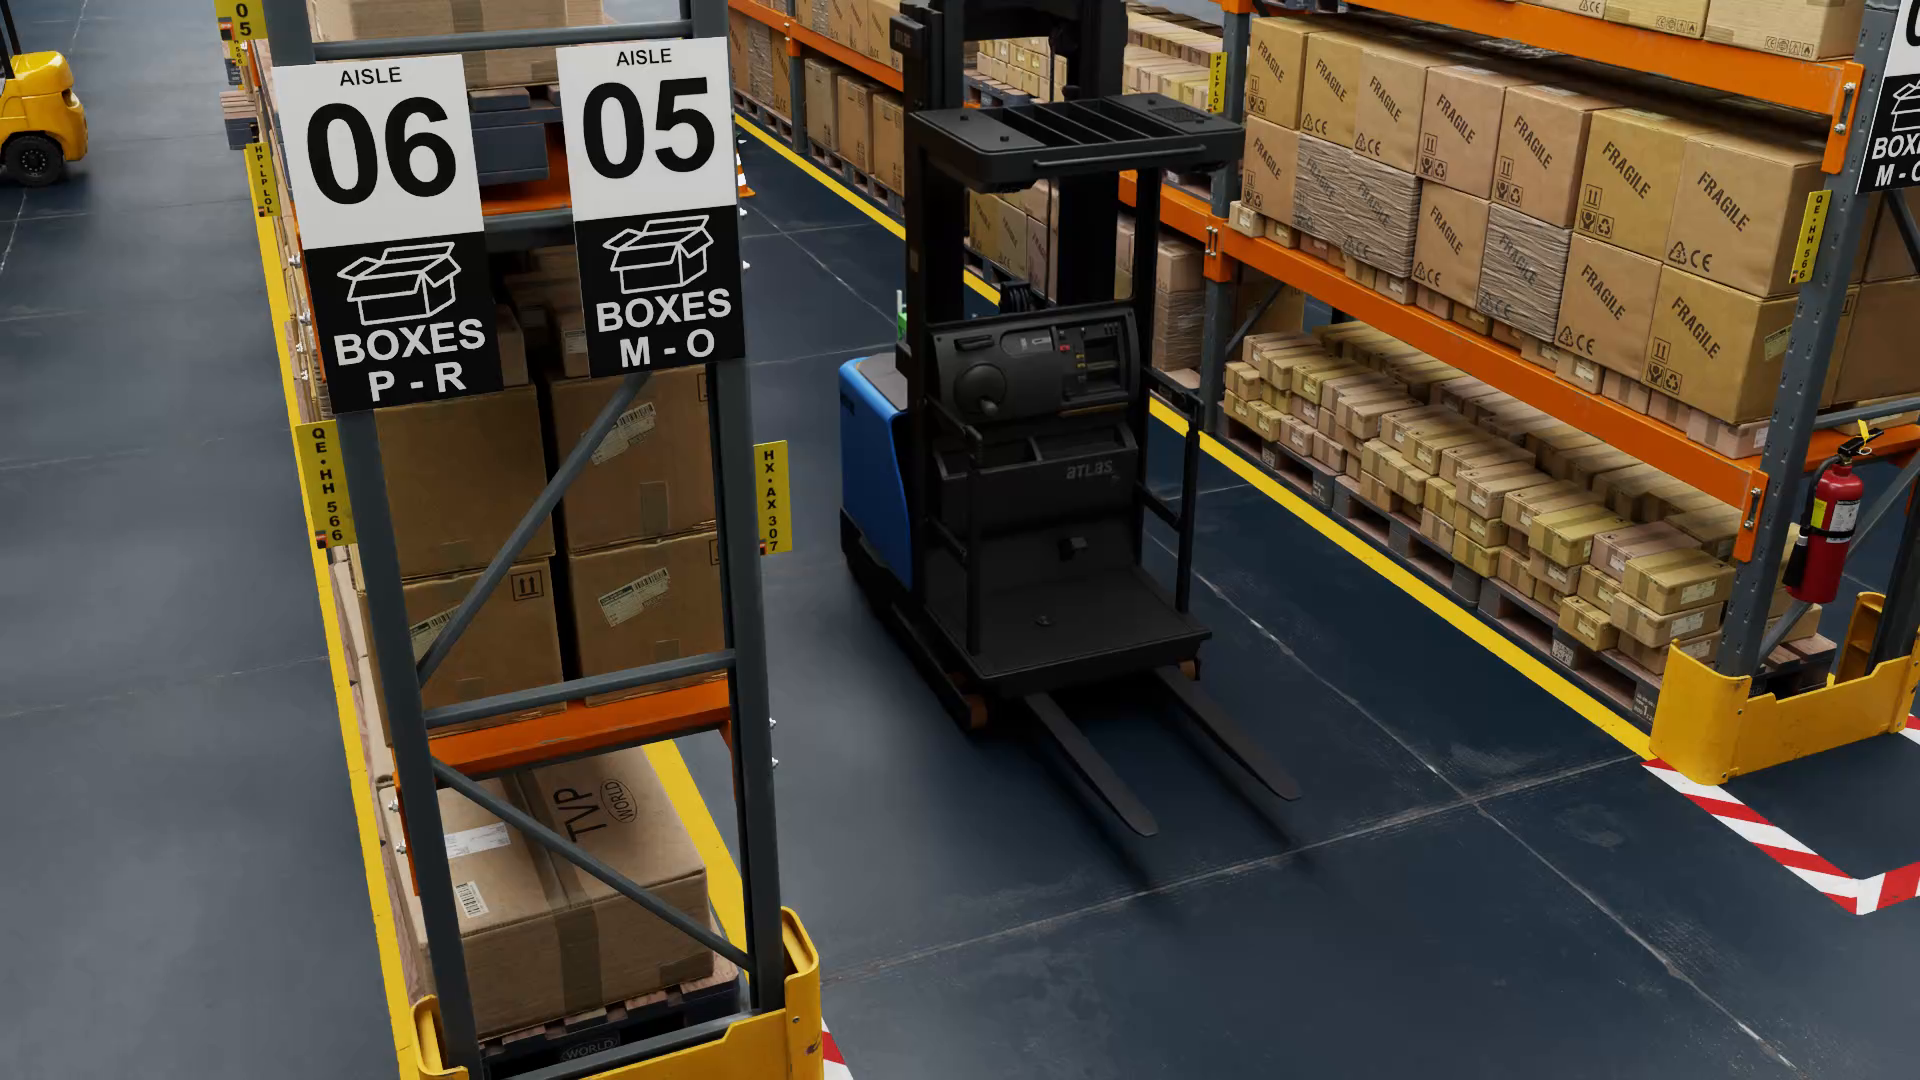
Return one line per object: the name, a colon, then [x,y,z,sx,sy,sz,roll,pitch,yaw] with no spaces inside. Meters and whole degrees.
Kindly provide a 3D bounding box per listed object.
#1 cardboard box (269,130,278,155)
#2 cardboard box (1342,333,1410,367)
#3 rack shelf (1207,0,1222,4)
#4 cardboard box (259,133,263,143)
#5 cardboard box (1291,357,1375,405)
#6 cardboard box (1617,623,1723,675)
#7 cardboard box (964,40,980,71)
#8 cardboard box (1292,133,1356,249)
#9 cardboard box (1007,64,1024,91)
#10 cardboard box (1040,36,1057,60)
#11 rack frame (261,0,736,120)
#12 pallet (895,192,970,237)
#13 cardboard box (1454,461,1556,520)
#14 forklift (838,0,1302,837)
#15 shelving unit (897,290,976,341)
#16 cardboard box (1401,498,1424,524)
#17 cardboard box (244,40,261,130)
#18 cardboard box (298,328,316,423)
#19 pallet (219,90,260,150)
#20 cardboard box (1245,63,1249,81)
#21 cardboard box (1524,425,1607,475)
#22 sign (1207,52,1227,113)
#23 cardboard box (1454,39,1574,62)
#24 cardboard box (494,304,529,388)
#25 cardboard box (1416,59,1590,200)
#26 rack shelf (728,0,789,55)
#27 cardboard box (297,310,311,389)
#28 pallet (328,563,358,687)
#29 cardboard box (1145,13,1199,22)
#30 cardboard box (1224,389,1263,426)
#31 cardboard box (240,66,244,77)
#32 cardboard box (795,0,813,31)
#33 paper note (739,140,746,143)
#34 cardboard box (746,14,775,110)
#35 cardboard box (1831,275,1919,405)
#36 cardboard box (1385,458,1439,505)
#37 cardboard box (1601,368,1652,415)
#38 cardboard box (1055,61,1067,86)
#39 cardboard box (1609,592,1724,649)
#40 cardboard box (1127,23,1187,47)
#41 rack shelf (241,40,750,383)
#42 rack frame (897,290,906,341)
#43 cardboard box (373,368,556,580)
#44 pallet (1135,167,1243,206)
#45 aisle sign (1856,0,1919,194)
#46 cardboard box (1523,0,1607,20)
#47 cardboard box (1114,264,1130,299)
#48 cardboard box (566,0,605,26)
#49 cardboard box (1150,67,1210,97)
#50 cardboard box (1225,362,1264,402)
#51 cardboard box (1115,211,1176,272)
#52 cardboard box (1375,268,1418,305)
cardboard box: [-2.623,-1.468,7.085,0.500,0.500,0.500,-10,28,-20]
cardboard box: [2.444,-1.079,9.634,0.380,0.149,0.250,-10,28,-20]
rack shelf: [2.616,-6.624,19.719,1.077,0.370,4.000,-11,28,-21]
cardboard box: [-3.610,-2.114,9.262,0.500,0.250,0.500,-10,28,-20]
cardboard box: [2.071,-0.885,9.235,0.380,0.149,0.250,-11,28,-21]
cardboard box: [3.097,0.431,7.219,0.380,0.149,0.250,-10,28,-20]
cardboard box: [-0.061,-3.895,13.194,0.500,0.500,0.500,-11,28,-21]
cardboard box: [2.091,-1.836,8.639,0.500,0.500,0.500,-11,28,-21]
cardboard box: [0.563,-3.357,12.015,0.380,0.149,0.250,-9,27,-18]
cardboard box: [0.775,-3.414,11.452,0.380,0.149,0.250,-9,28,-18]
rack frame: [-1.020,-2.289,3.182,1.000,3.000,0.127,-11,28,-21]
pallet: [0.123,-2.792,14.228,1.003,0.211,1.213,-11,28,-21]
cardboard box: [2.591,-0.238,7.911,0.380,0.149,0.250,-10,28,-19]
forklift: [0.413,-0.711,6.865,1.130,2.935,3.031,-10,28,-20]
shelving unit: [-0.124,-0.680,8.775,0.258,1.200,0.503,-10,28,-20]
cardboard box: [2.494,-0.195,8.501,0.380,0.149,0.250,-10,28,-19]
cardboard box: [-3.793,-2.666,9.537,0.500,0.500,0.500,-10,28,-19]
cardboard box: [-2.903,-0.678,8.664,0.875,0.875,0.875,-10,28,-19]
pallet: [-4.530,-3.006,11.706,1.213,0.211,1.003,-11,28,-21]
cardboard box: [1.985,-2.896,10.392,0.380,0.149,0.250,-10,28,-20]
cardboard box: [3.069,-0.457,8.360,0.380,0.149,0.250,-10,28,-20]
sign: [1.419,-2.523,9.178,0.100,0.325,0.005,-11,28,-21]
cardboard box: [2.756,-2.167,8.177,0.500,0.500,0.500,-10,28,-19]
cardboard box: [-1.345,-0.489,4.341,0.380,0.149,0.250,-10,28,-20]
cardboard box: [2.467,-1.880,7.590,0.500,0.500,0.500,-12,28,-22]
rack shelf: [-1.988,-5.813,18.057,1.077,0.370,4.000,-11,28,-21]
cardboard box: [-2.261,-0.613,6.472,0.500,0.500,0.500,-10,28,-20]
pallet: [-2.361,0.366,7.761,1.003,0.211,1.213,-11,28,-21]
cardboard box: [2.555,-6.074,20.142,0.500,0.500,0.500,-8,27,-16]
cardboard box: [1.776,-0.805,9.750,0.380,0.149,0.250,-12,28,-23]
cardboard box: [-4.799,-3.533,11.635,0.500,0.500,0.500,-11,28,-21]
cardboard box: [-1.246,-5.115,15.694,0.500,0.500,0.500,-10,28,-20]
paper note: [-2.301,-4.111,17.134,0.142,0.020,0.147,13,29,24]
cardboard box: [-1.743,-5.192,17.908,0.875,0.875,0.875,-10,28,-20]
cardboard box: [3.574,-0.892,6.705,0.500,0.500,0.500,-9,28,-18]
cardboard box: [2.389,-0.319,8.417,0.380,0.149,0.250,-10,28,-20]
cardboard box: [2.932,-0.660,6.970,0.380,0.149,0.250,-11,28,-21]
cardboard box: [0.872,-3.174,11.301,0.380,0.149,0.250,-11,28,-21]
cardboard box: [3.026,0.310,7.127,0.380,0.149,0.250,-11,28,-22]
cardboard box: [1.372,-3.525,11.681,0.380,0.149,0.250,-11,28,-21]
rack shelf: [-1.803,-1.425,5.651,1.077,0.370,4.000,-11,28,-21]
rack frame: [-0.215,-0.779,8.979,0.240,1.200,0.015,-10,28,-20]
cardboard box: [-1.428,-0.241,4.571,0.500,0.500,0.500,-10,28,-19]
pallet: [1.763,-2.347,10.356,1.003,0.211,1.213,-11,28,-21]
aisle sign: [3.248,-1.572,5.587,0.394,0.787,0.004,-11,28,-21]
cardboard box: [2.685,-2.310,6.815,0.500,0.250,0.500,-9,28,-18]
cardboard box: [1.206,-1.627,11.035,0.500,0.500,0.500,-11,28,-22]
cardboard box: [-1.234,-1.541,4.761,0.380,0.149,0.250,-10,28,-19]
cardboard box: [1.386,-2.784,10.163,0.380,0.149,0.250,-12,28,-22]
cardboard box: [1.776,-0.939,9.687,0.380,0.149,0.250,-9,28,-18]
cardboard box: [1.215,-1.969,10.879,0.500,0.250,0.500,-9,28,-18]
cardboard box: [2.299,-1.293,8.265,0.380,0.149,0.250,-9,28,-18]
